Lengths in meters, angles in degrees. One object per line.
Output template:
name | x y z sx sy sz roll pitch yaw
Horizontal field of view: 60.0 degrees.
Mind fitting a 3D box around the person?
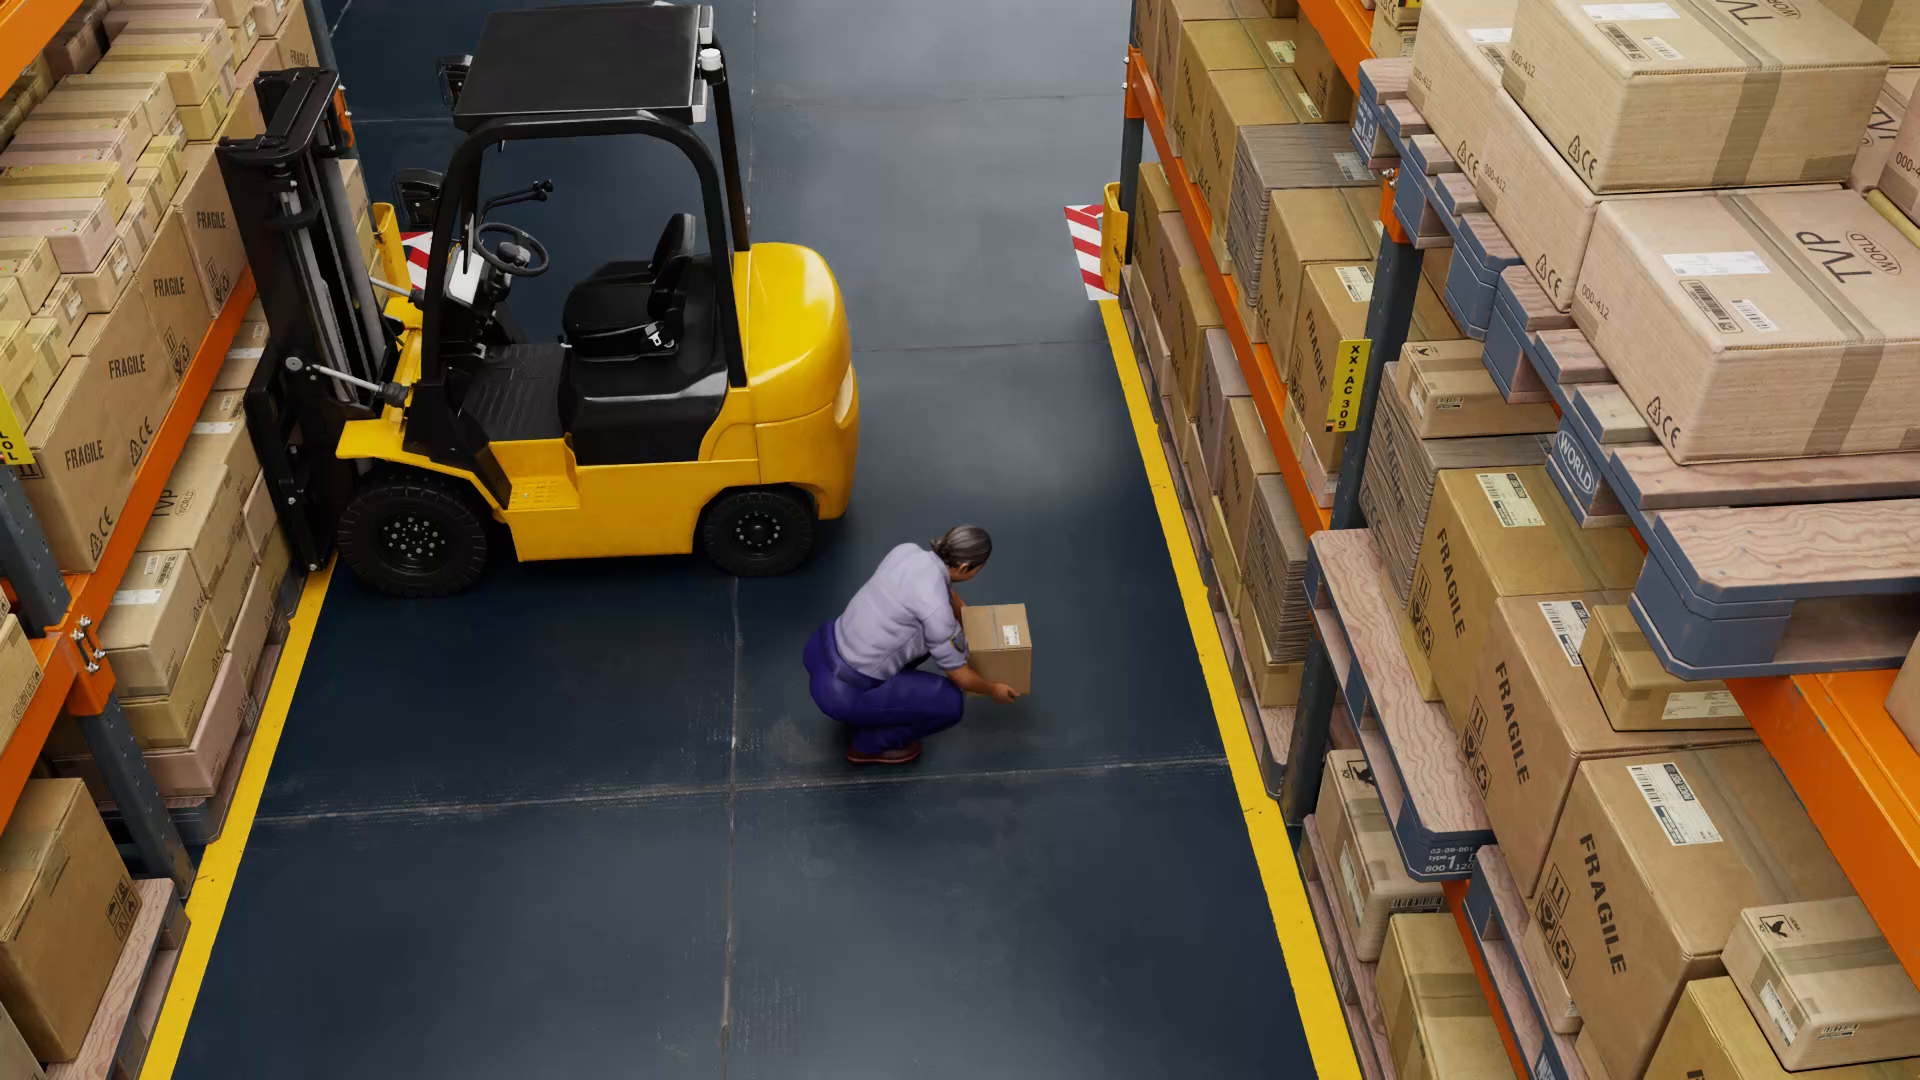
person | -0.177 0.372 6.297 0.836 0.924 0.533 -9 40 -10
